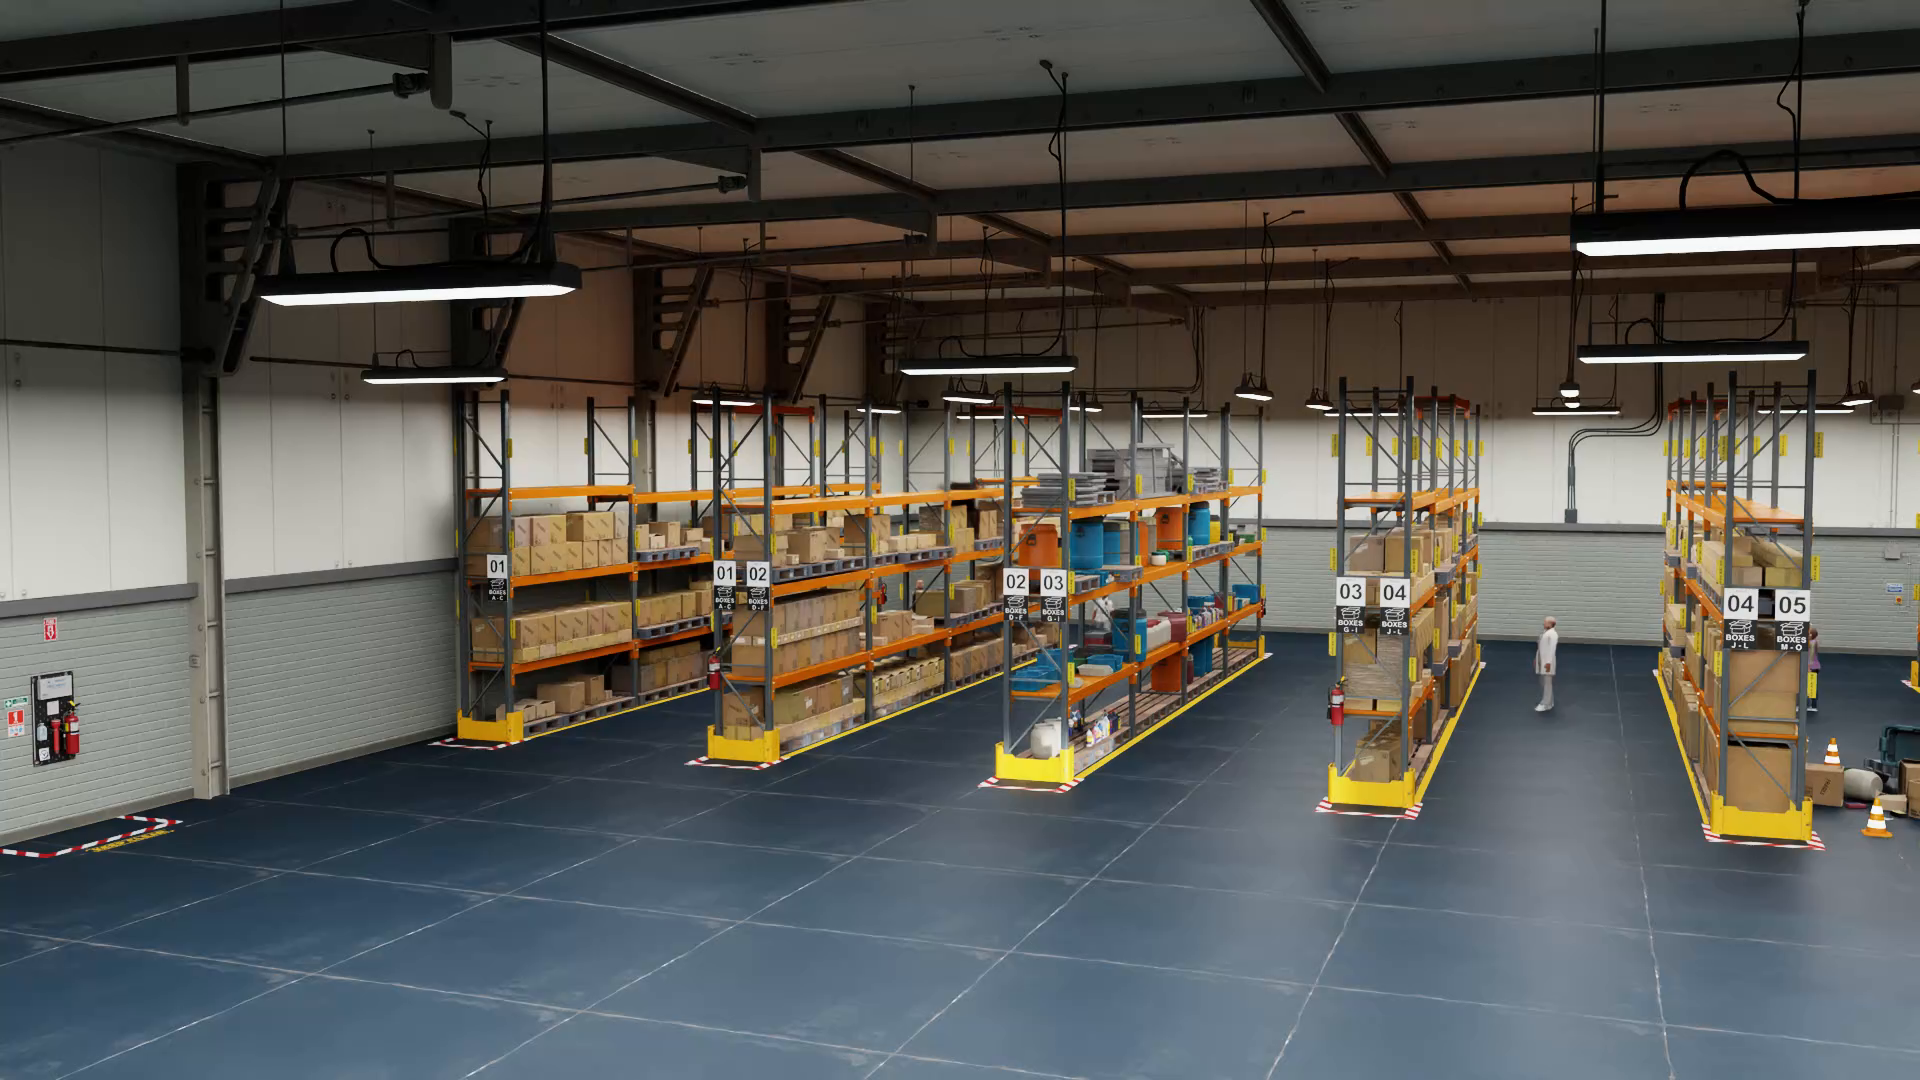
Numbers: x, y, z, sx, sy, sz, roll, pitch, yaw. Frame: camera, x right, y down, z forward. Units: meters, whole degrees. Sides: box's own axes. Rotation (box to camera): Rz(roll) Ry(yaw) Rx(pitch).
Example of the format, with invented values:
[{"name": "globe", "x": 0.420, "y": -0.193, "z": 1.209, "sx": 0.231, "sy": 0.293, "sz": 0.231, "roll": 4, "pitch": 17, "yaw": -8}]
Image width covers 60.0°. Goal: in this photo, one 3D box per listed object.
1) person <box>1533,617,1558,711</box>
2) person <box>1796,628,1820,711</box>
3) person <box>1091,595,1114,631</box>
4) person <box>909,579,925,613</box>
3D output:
[{"name": "person", "x": 11.229, "y": 2.368, "z": 31.936, "sx": 0.570, "sy": 1.795, "sz": 0.589, "roll": -1, "pitch": 3, "yaw": -18}, {"name": "person", "x": 16.184, "y": 2.467, "z": 31.699, "sx": 0.476, "sy": 1.603, "sz": 0.367, "roll": -3, "pitch": 4, "yaw": -39}, {"name": "person", "x": 3.450, "y": 1.956, "z": 40.140, "sx": 0.522, "sy": 1.611, "sz": 1.039, "roll": 1, "pitch": 3, "yaw": 18}, {"name": "person", "x": -1.027, "y": 1.843, "z": 42.175, "sx": 0.549, "sy": 1.675, "sz": 1.018, "roll": 1, "pitch": 3, "yaw": 12}]
